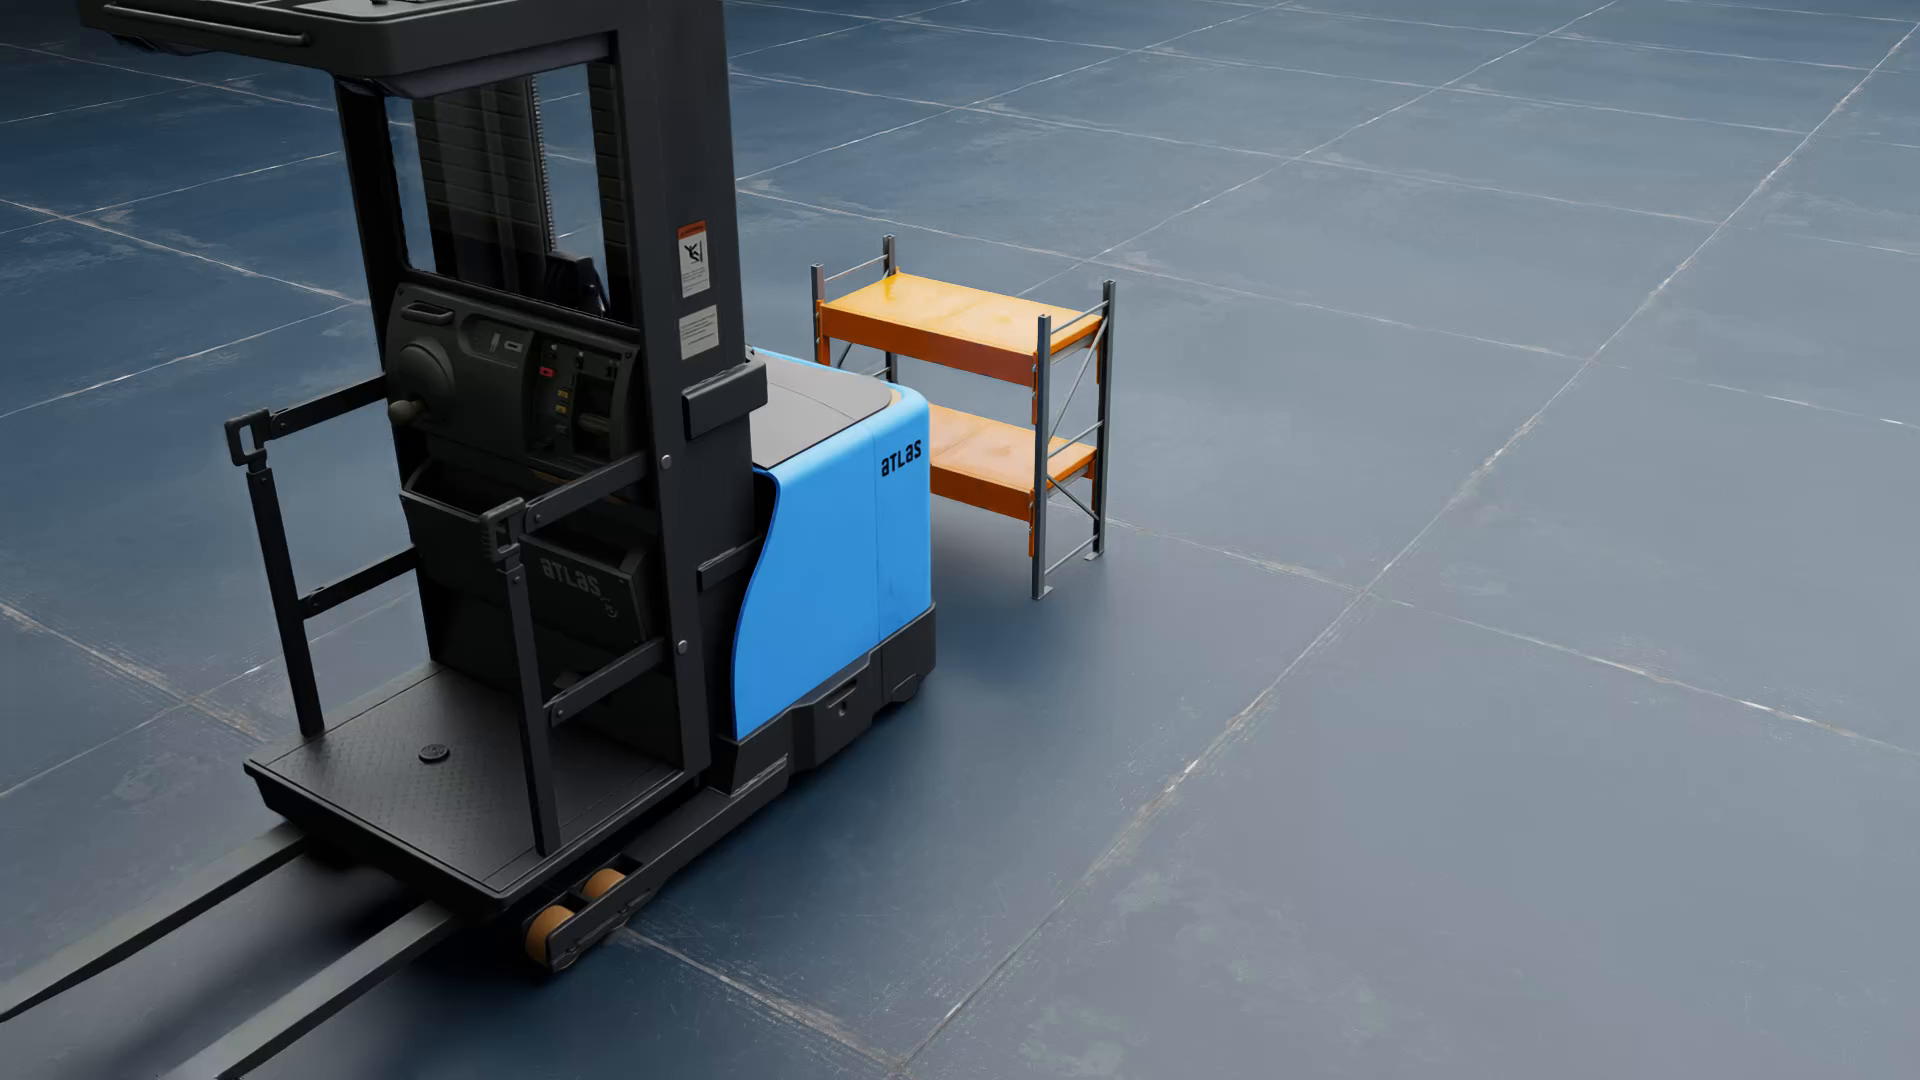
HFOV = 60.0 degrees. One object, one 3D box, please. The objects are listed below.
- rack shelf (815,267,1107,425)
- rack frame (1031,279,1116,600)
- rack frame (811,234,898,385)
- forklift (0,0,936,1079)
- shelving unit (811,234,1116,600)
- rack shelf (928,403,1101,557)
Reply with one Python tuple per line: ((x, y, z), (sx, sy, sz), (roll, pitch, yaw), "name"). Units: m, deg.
((0.006, -0.760, 6.359), (1.000, 0.278, 0.538), (17, 32, 30), "rack shelf")
((0.425, -0.369, 6.235), (0.032, 1.125, 0.500), (17, 32, 30), "rack frame")
((-0.413, -0.630, 6.748), (0.032, 1.125, 0.500), (17, 32, 30), "rack frame")
((-1.333, -0.398, 4.301), (1.130, 2.935, 3.031), (17, 32, 30), "forklift")
((0.006, -0.500, 6.491), (1.048, 1.125, 0.538), (17, 32, 30), "shelving unit")
((0.006, -0.282, 6.602), (1.000, 0.278, 0.538), (17, 32, 30), "rack shelf")
